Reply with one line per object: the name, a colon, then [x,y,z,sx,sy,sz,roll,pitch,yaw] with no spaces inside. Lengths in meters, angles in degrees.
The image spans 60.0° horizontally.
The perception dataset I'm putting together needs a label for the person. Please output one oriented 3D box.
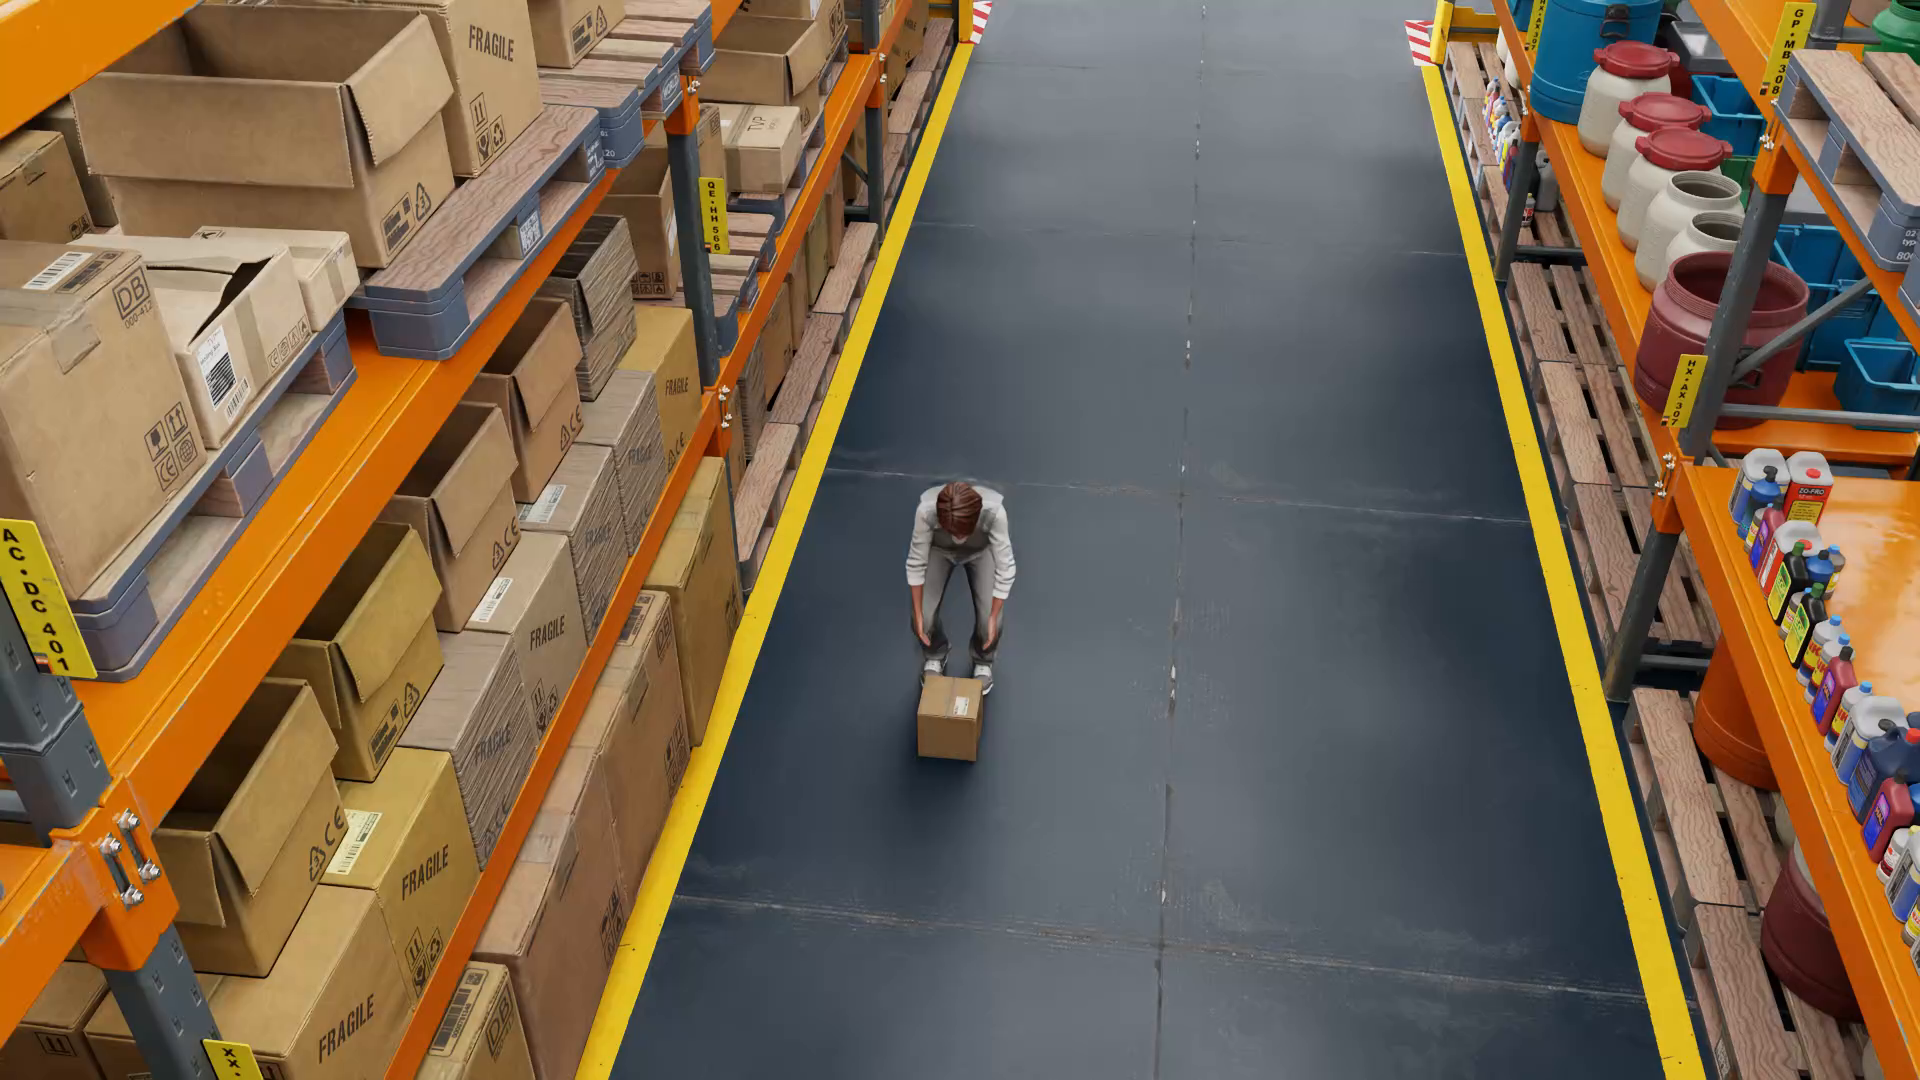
person: [0.018,0.159,7.145,0.462,1.228,0.688,4,37,6]
